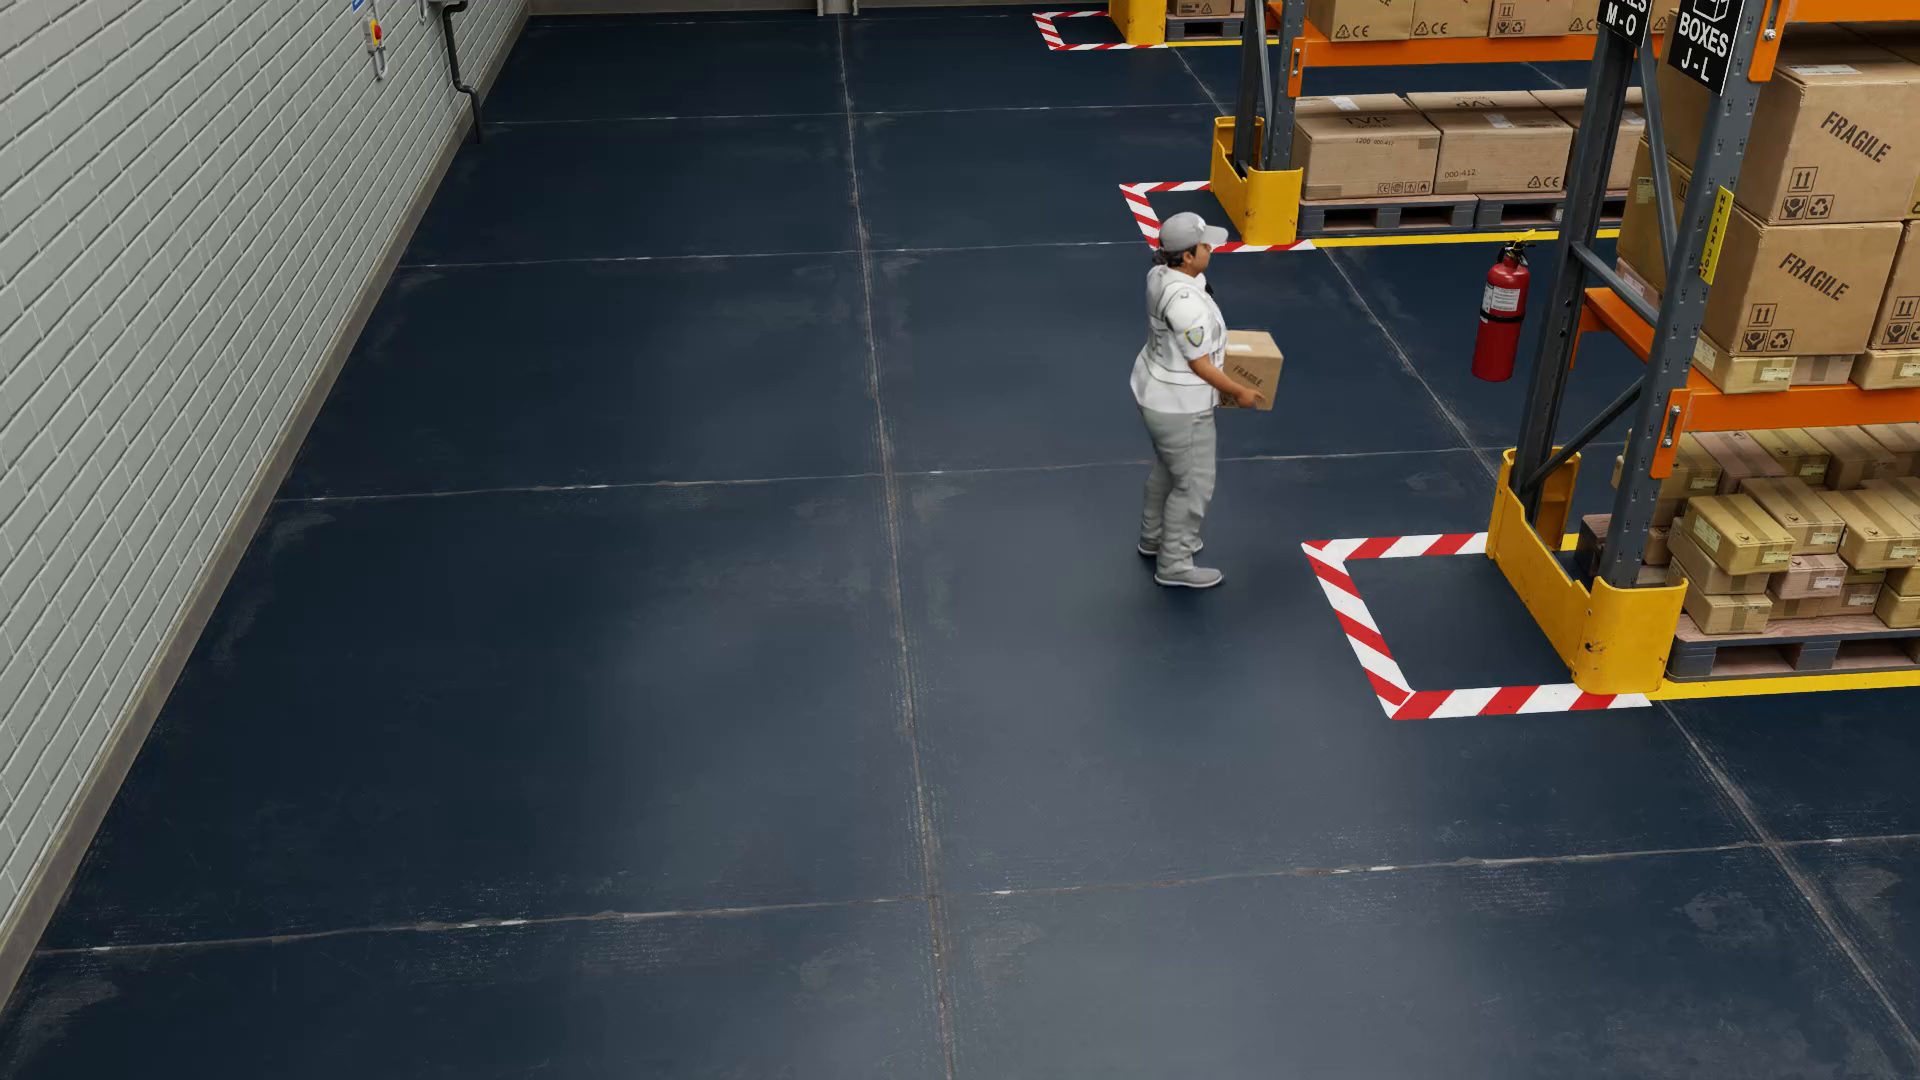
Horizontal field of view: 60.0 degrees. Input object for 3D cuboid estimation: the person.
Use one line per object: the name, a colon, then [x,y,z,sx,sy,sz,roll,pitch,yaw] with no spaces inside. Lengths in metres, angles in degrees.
person: [1.003,-0.599,7.114,0.536,1.664,0.471,-3,31,-5]
